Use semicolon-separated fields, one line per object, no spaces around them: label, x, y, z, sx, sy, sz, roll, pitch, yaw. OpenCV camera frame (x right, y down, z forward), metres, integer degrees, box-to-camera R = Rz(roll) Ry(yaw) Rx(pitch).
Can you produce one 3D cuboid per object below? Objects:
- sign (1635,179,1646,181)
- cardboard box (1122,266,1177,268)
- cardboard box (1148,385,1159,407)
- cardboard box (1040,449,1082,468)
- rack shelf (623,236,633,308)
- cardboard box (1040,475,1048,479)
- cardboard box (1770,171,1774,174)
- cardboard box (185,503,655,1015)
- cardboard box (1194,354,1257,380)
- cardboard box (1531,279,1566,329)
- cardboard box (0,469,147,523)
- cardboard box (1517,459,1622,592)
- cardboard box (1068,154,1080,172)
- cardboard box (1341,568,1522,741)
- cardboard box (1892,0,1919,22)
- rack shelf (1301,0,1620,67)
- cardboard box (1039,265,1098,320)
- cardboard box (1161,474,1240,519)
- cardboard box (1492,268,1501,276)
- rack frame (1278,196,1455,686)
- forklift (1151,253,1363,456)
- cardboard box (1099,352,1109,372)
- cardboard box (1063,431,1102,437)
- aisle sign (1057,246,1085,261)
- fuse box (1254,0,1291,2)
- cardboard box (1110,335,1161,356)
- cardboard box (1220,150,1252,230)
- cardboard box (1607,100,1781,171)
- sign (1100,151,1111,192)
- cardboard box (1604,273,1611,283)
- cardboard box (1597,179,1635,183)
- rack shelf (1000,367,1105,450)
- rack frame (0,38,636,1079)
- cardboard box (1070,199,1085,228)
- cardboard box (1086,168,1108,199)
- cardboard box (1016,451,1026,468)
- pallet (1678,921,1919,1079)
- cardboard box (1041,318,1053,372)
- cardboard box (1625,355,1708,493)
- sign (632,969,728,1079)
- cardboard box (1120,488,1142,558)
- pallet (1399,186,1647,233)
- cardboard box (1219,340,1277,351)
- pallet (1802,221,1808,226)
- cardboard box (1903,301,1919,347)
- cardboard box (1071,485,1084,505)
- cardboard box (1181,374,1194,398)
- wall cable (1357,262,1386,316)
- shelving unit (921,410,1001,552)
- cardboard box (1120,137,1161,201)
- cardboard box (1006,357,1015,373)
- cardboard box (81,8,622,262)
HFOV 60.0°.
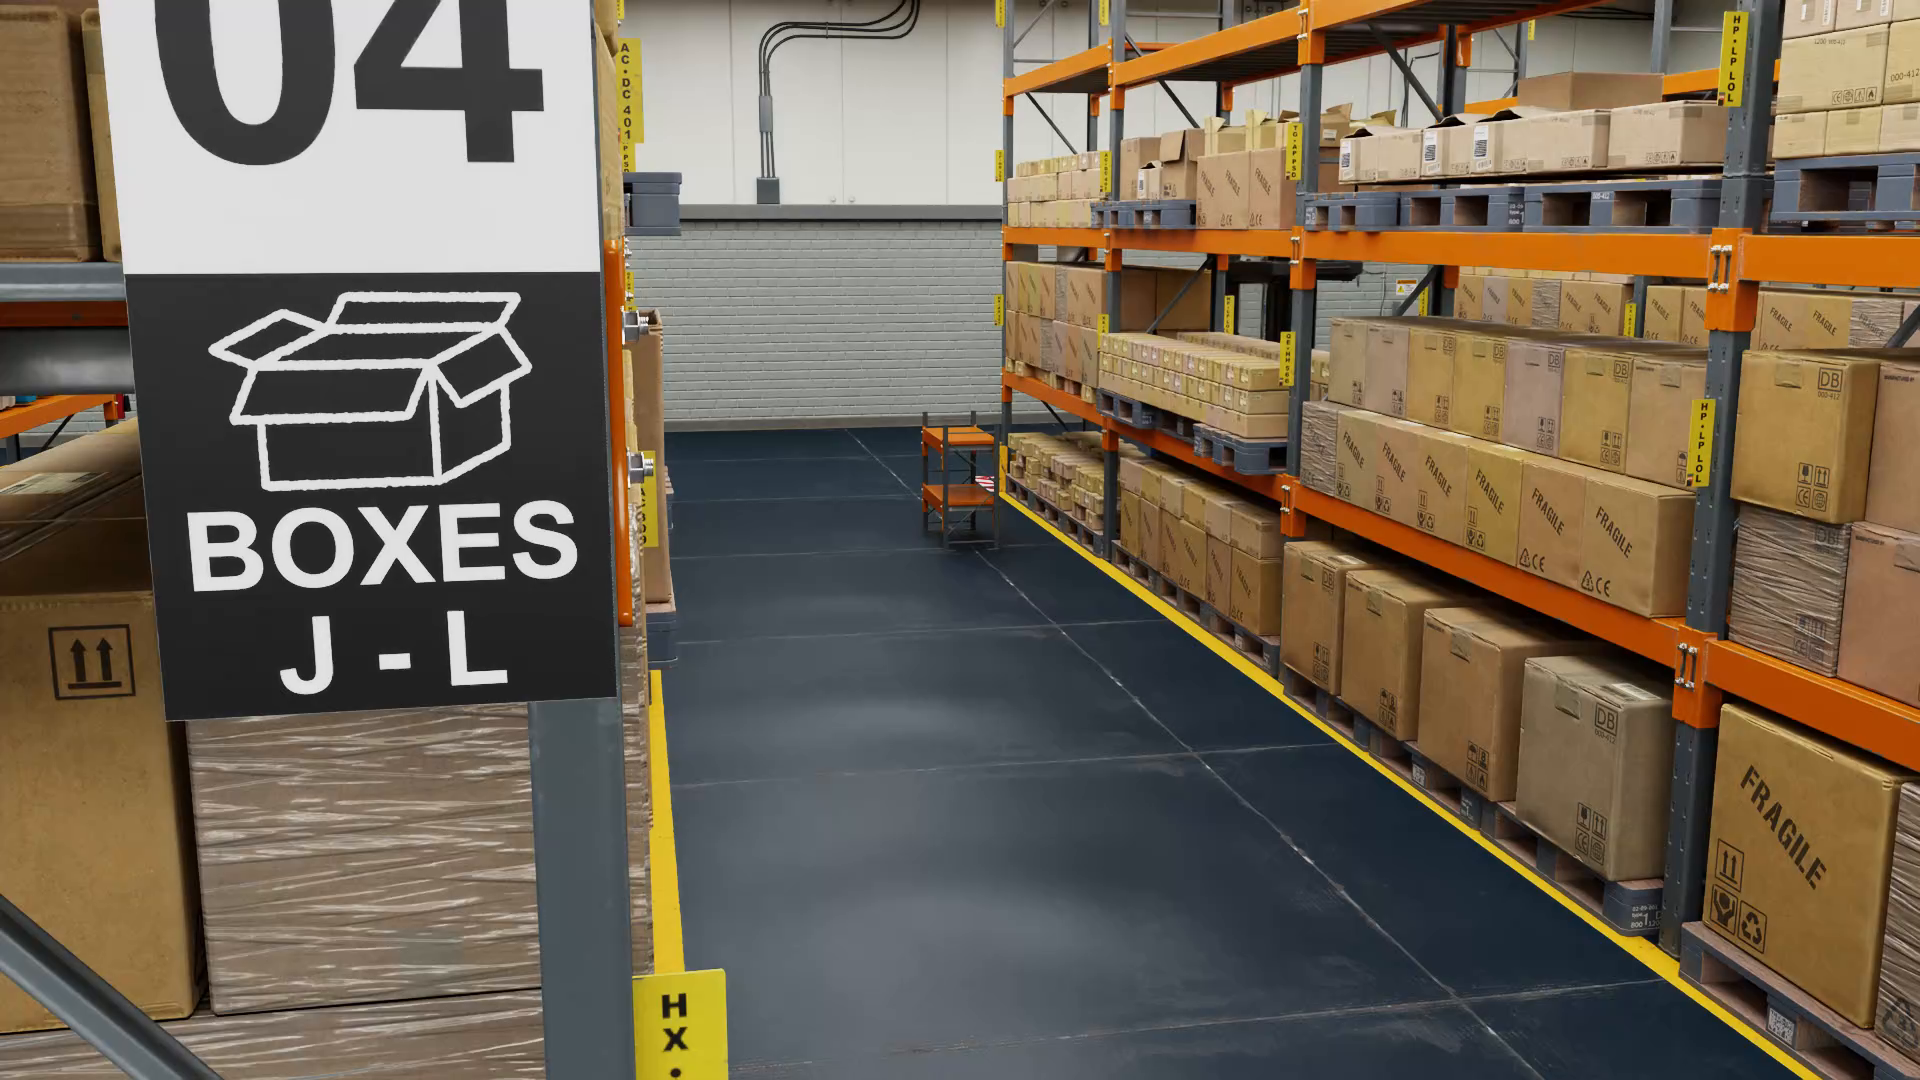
sign;6.022;-3.263;14.703;0.100;0.325;0.005;-2;11;-11
cardboard box;1.698;-2.285;15.443;0.500;0.500;0.500;-2;11;-10
cardboard box;1.615;-1.074;12.364;0.380;0.149;0.250;-2;11;-12
cardboard box;0.997;-0.802;16.296;0.380;0.149;0.250;-2;11;-10
rack shelf;-1.987;-1.177;7.259;1.077;0.370;4.000;-2;11;-11
cardboard box;1.012;-0.566;16.650;0.380;0.149;0.250;-2;11;-11
cardboard box;6.578;-2.784;13.013;0.396;0.266;0.258;-1;11;-6
cardboard box;-0.660;0.247;2.142;0.500;0.500;0.500;-2;11;-11
cardboard box;1.810;-1.177;11.314;0.380;0.149;0.250;-2;11;-9
cardboard box;6.005;-2.321;16.425;0.500;0.500;0.500;-2;11;-10
cardboard box;-1.273;0.174;2.523;0.500;0.500;0.500;-2;11;-11
cardboard box;2.825;-0.080;7.324;0.500;0.500;0.500;-2;11;-12
cardboard box;1.191;-3.399;15.006;0.380;0.149;0.250;-3;11;-13
cardboard box;2.712;0.589;8.975;1.050;0.750;0.750;-2;11;-10
cardboard box;3.124;-1.677;5.110;0.380;0.149;0.250;-2;11;-12
rack shelf;2.898;-2.616;7.866;1.077;0.370;4.000;-2;11;-11
cardboard box;1.066;-2.365;15.864;0.500;0.500;0.500;-2;11;-13
cardboard box;1.816;-0.329;12.461;0.500;0.250;0.500;-2;11;-9
cardboard box;5.817;-2.844;17.439;0.380;0.149;0.250;-2;11;-10
rack frame;2.509;-0.585;10.250;1.000;3.000;0.127;-2;11;-11
forklift;3.068;-1.604;15.783;1.130;2.935;3.031;-6;12;-27
cardboard box;1.356;-1.459;13.593;0.380;0.149;0.250;-2;11;-10
cardboard box;1.304;-1.063;17.668;0.380;0.149;0.250;-2;11;-10
aisle sign;1.233;-3.354;17.843;0.394;0.787;0.004;-2;11;-11
fuse box;4.426;-7.789;23.496;0.513;0.334;0.176;-2;11;-11
cardboard box;1.416;-1.554;13.298;0.380;0.149;0.250;-2;11;-9
cardboard box;2.038;-2.295;10.941;0.500;0.500;0.500;-2;11;-11
cardboard box;2.992;-1.631;6.730;0.500;0.250;0.500;-2;11;-10
sign;1.200;-3.025;13.664;0.100;0.325;0.005;-2;11;-11
cardboard box;6.250;-2.474;15.495;0.380;0.149;0.250;-2;11;-10
cardboard box;6.128;-3.286;15.385;0.396;0.266;0.258;-2;11;-9
rack shelf;1.342;-1.332;16.098;1.077;0.370;4.000;-2;11;-11
rack frame;-0.820;1.044;1.690;1.000;3.000;0.127;-2;11;-11
cardboard box;1.285;-2.891;14.742;0.500;0.250;0.500;-2;11;-11
cardboard box;1.391;-3.040;14.187;0.500;0.250;0.500;-3;11;-14
cardboard box;0.801;-0.847;17.329;0.380;0.149;0.250;-2;11;-11
pallet;3.358;1.660;5.908;1.003;0.211;1.213;-2;11;-11
cardboard box;1.086;-1.875;15.961;0.500;0.500;0.500;-2;11;-12
cardboard box;3.184;-0.483;6.770;0.700;0.500;0.500;-2;11;-12
sign;-0.288;0.599;1.713;0.100;0.325;0.005;-2;11;-11
cardboard box;1.614;-0.152;13.536;0.500;0.500;0.500;-2;11;-9
pallet;2.906;-1.645;8.299;1.003;0.211;1.213;-2;11;-8
cardboard box;2.197;-1.438;12.685;0.380;0.149;0.250;-2;11;-13
pallet;6.947;-2.486;12.717;1.003;0.211;1.213;-2;11;-8
cardboard box;6.987;-1.410;11.638;0.500;0.500;0.500;-2;11;-13
cardboard box;1.223;-0.415;15.060;0.380;0.149;0.250;-3;11;-13
cardboard box;1.764;-1.077;11.586;0.380;0.149;0.250;-2;11;-11
wall cable;6.058;-3.837;24.618;0.588;1.984;0.122;-2;11;-11
shelving unit;-0.001;-0.554;15.098;0.538;1.125;1.048;-2;11;-11
cardboard box;1.696;-2.974;13.389;0.700;0.500;0.500;-2;11;-11
cardboard box;0.694;-1.858;17.607;0.380;0.149;0.250;-2;11;-11
cardboard box;-0.661;-0.454;1.938;0.500;0.250;0.500;-2;11;-9
